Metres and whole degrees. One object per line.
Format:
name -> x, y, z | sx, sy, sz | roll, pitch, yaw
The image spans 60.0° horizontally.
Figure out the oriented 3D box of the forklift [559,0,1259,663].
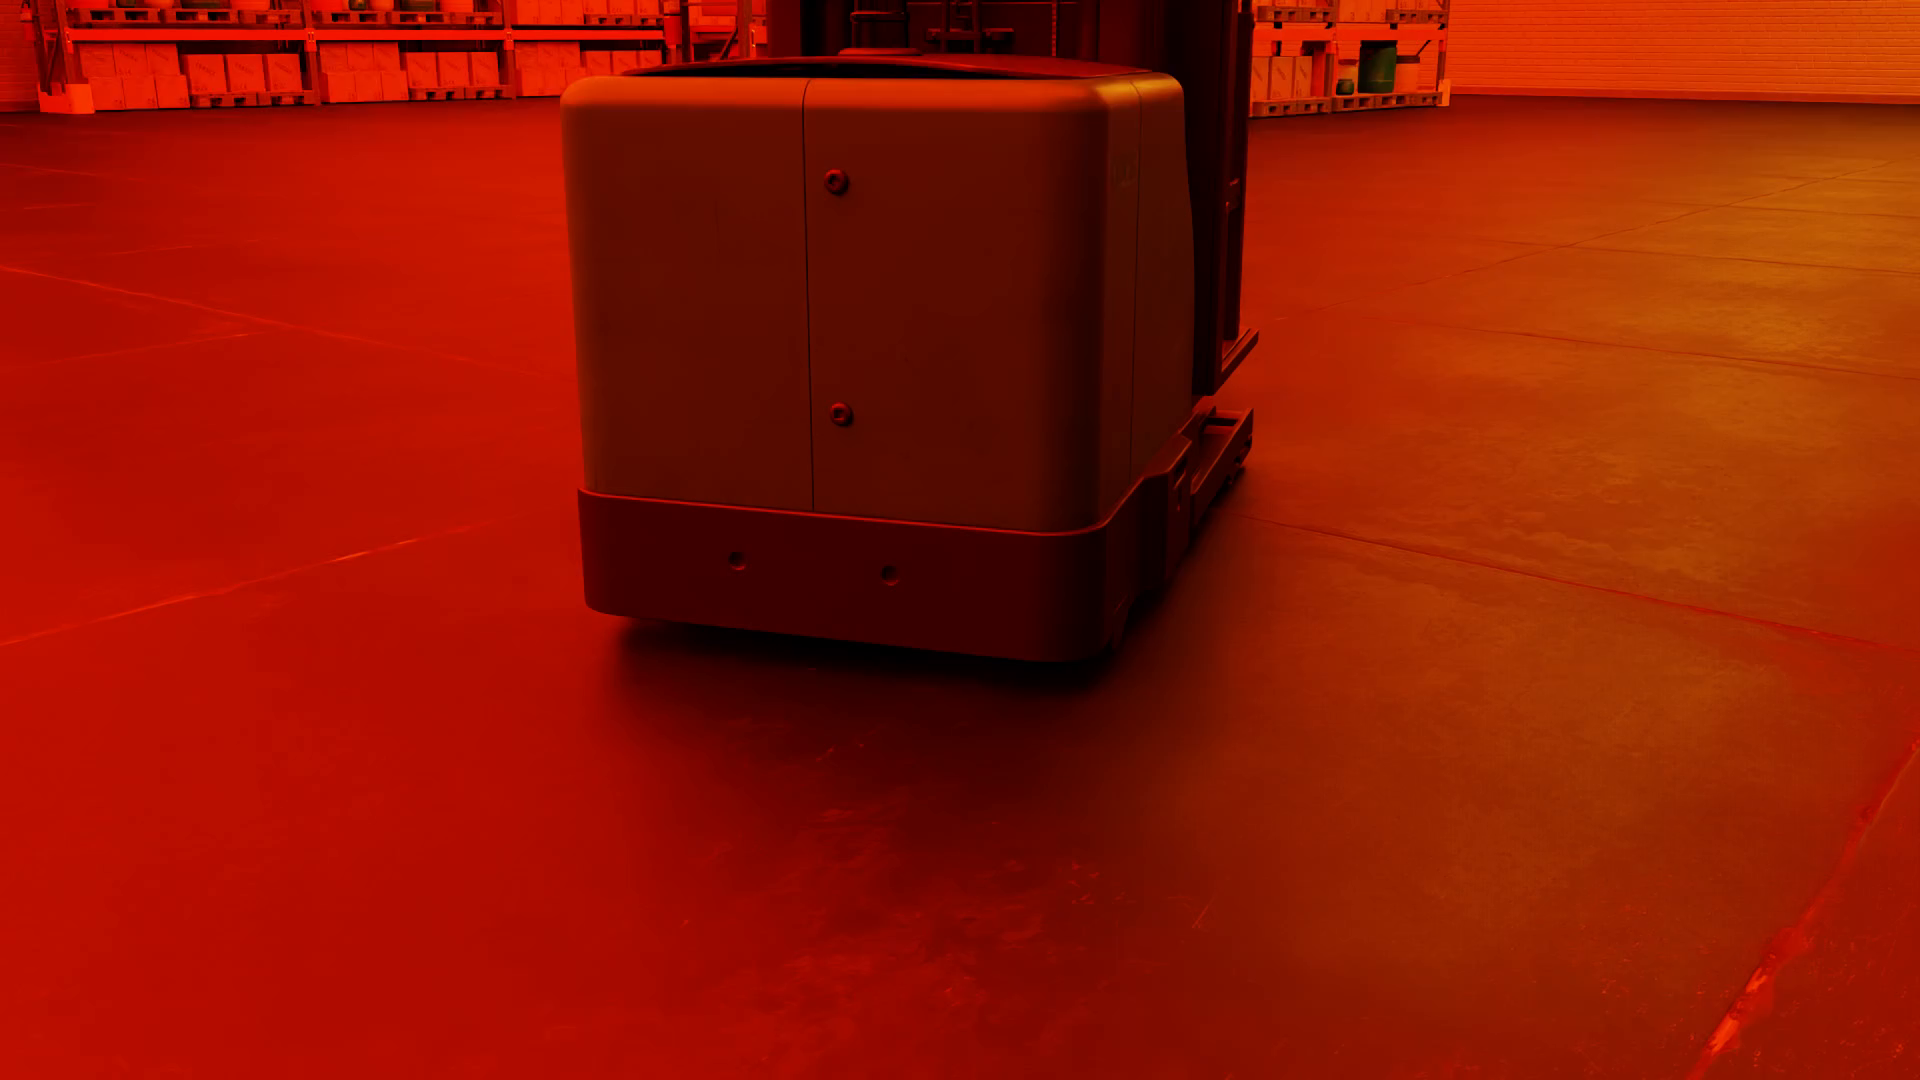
forklift -> 0.182, -1.571, 4.072 | 1.130, 2.935, 3.031 | 5, 18, 17
